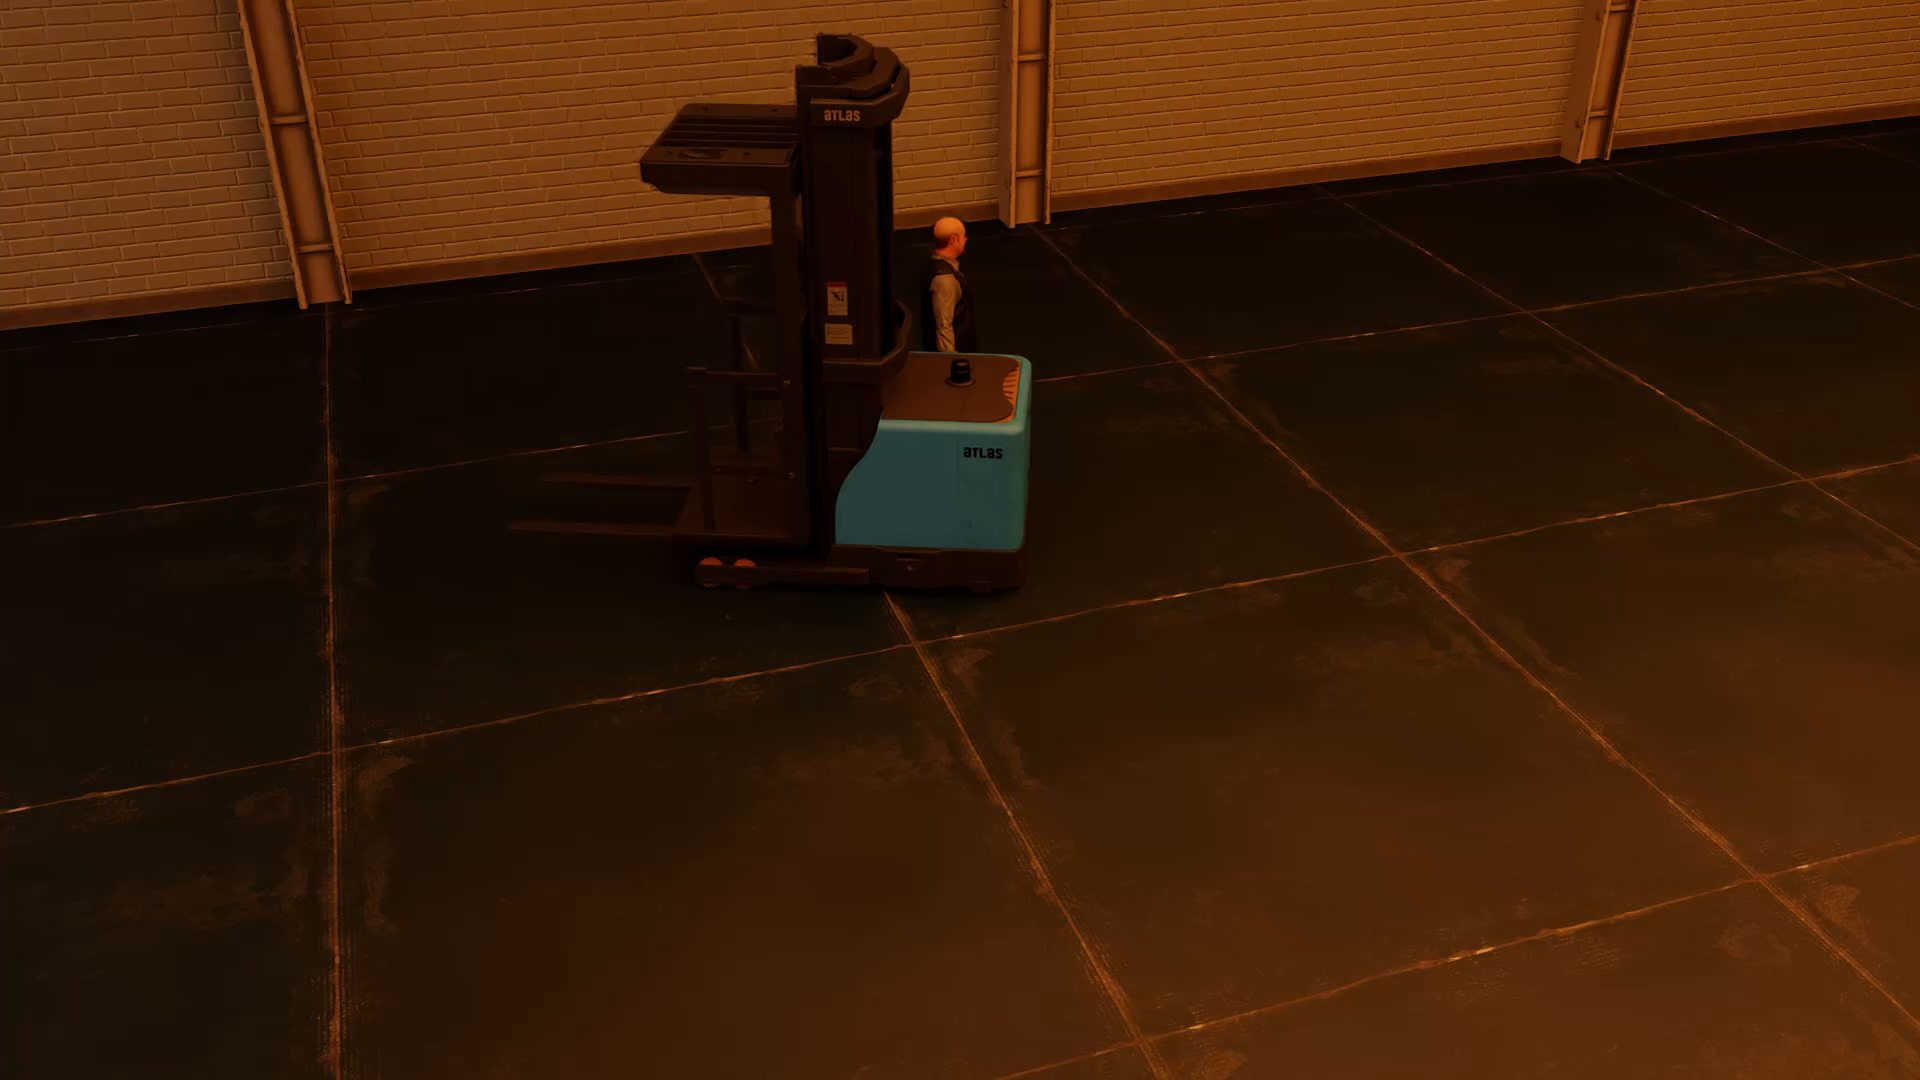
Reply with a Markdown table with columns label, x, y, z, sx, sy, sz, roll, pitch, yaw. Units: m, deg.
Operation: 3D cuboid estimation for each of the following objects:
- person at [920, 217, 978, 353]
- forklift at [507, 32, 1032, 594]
| label | x | y | z | sx | sy | sz | roll | pitch | yaw |
| --- | --- | --- | --- | --- | --- | --- | --- | --- | --- |
| person | -0.070 | -1.168 | 10.442 | 0.394 | 1.702 | 0.815 | -1 | 30 | -2 |
| forklift | -1.111 | -1.251 | 9.261 | 3.031 | 2.935 | 1.130 | 2 | 30 | 4 |
